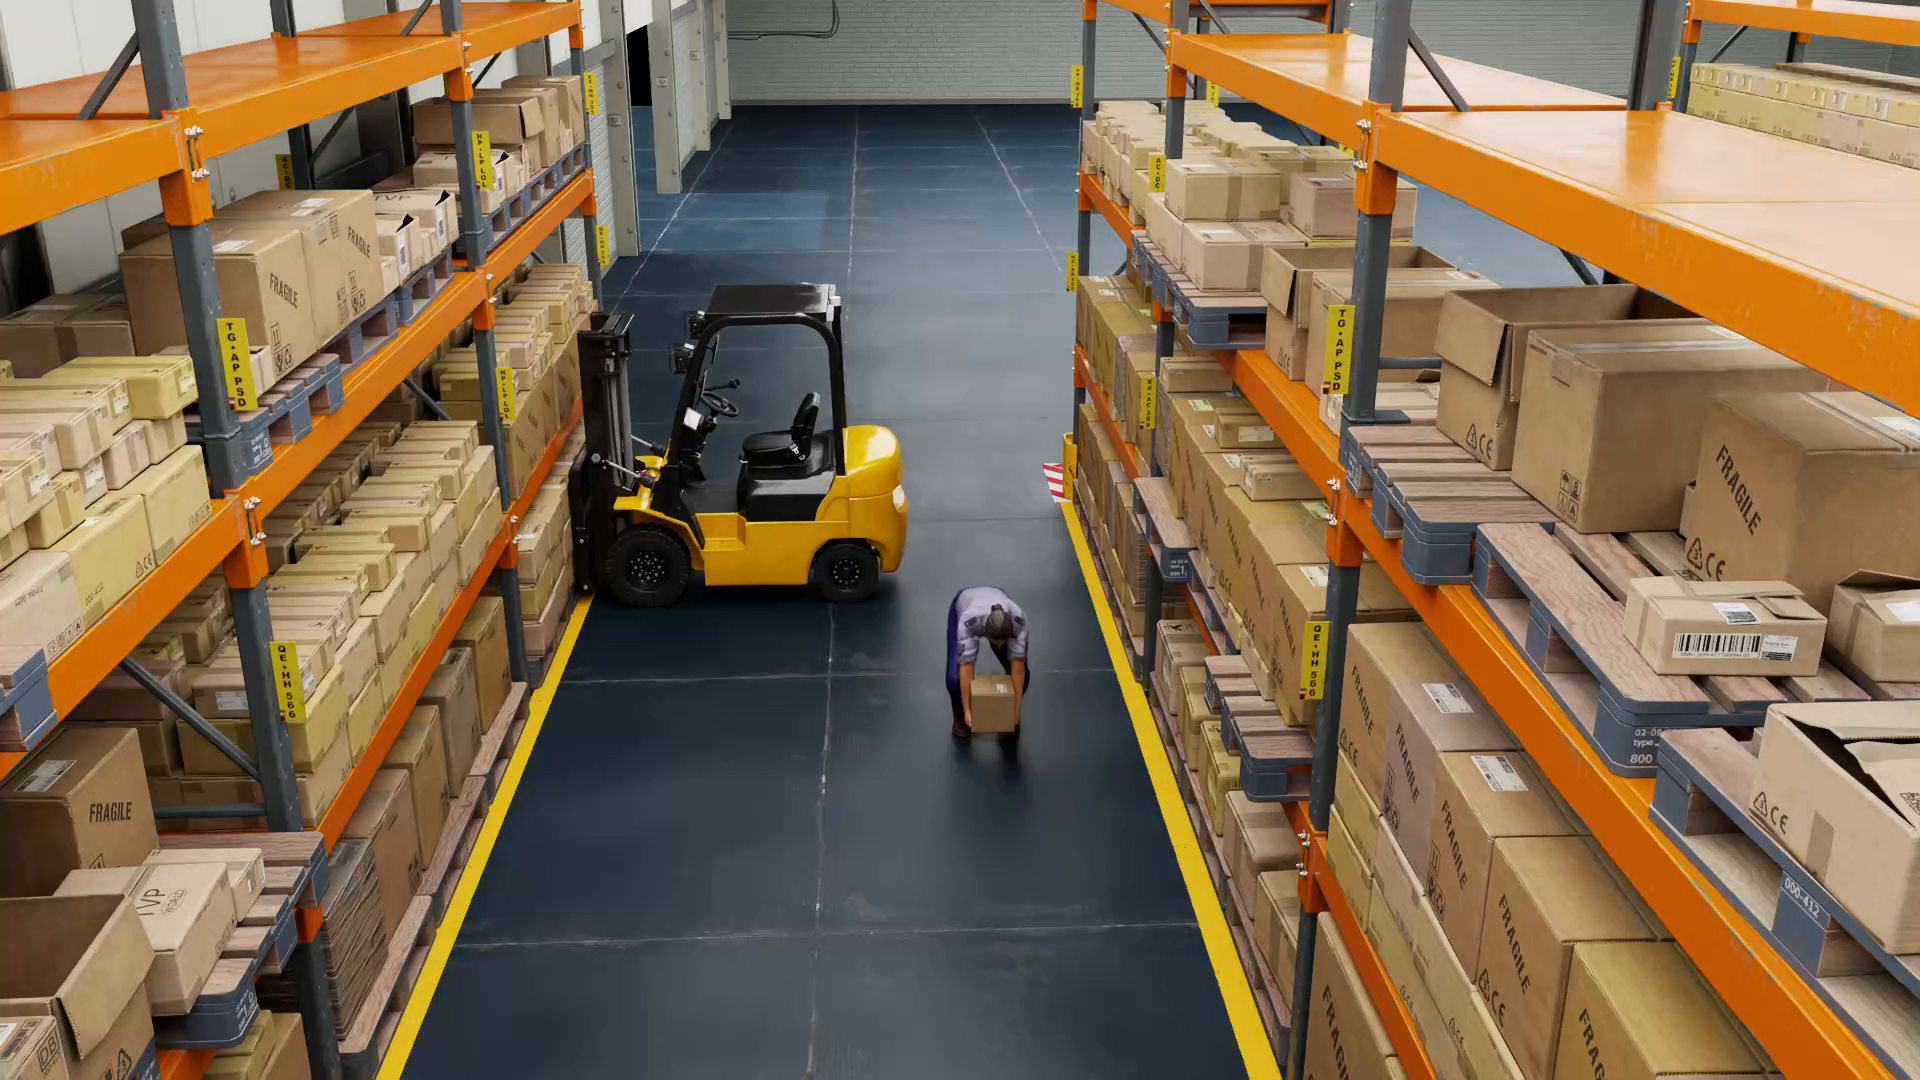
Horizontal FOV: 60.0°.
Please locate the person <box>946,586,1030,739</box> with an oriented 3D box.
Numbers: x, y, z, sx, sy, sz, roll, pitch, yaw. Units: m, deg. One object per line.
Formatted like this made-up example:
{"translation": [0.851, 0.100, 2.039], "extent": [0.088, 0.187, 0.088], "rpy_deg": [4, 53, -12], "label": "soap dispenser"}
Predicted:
{"translation": [0.170, 0.752, 10.000], "extent": [0.513, 1.015, 0.892], "rpy_deg": [-2, 21, -6], "label": "person"}
